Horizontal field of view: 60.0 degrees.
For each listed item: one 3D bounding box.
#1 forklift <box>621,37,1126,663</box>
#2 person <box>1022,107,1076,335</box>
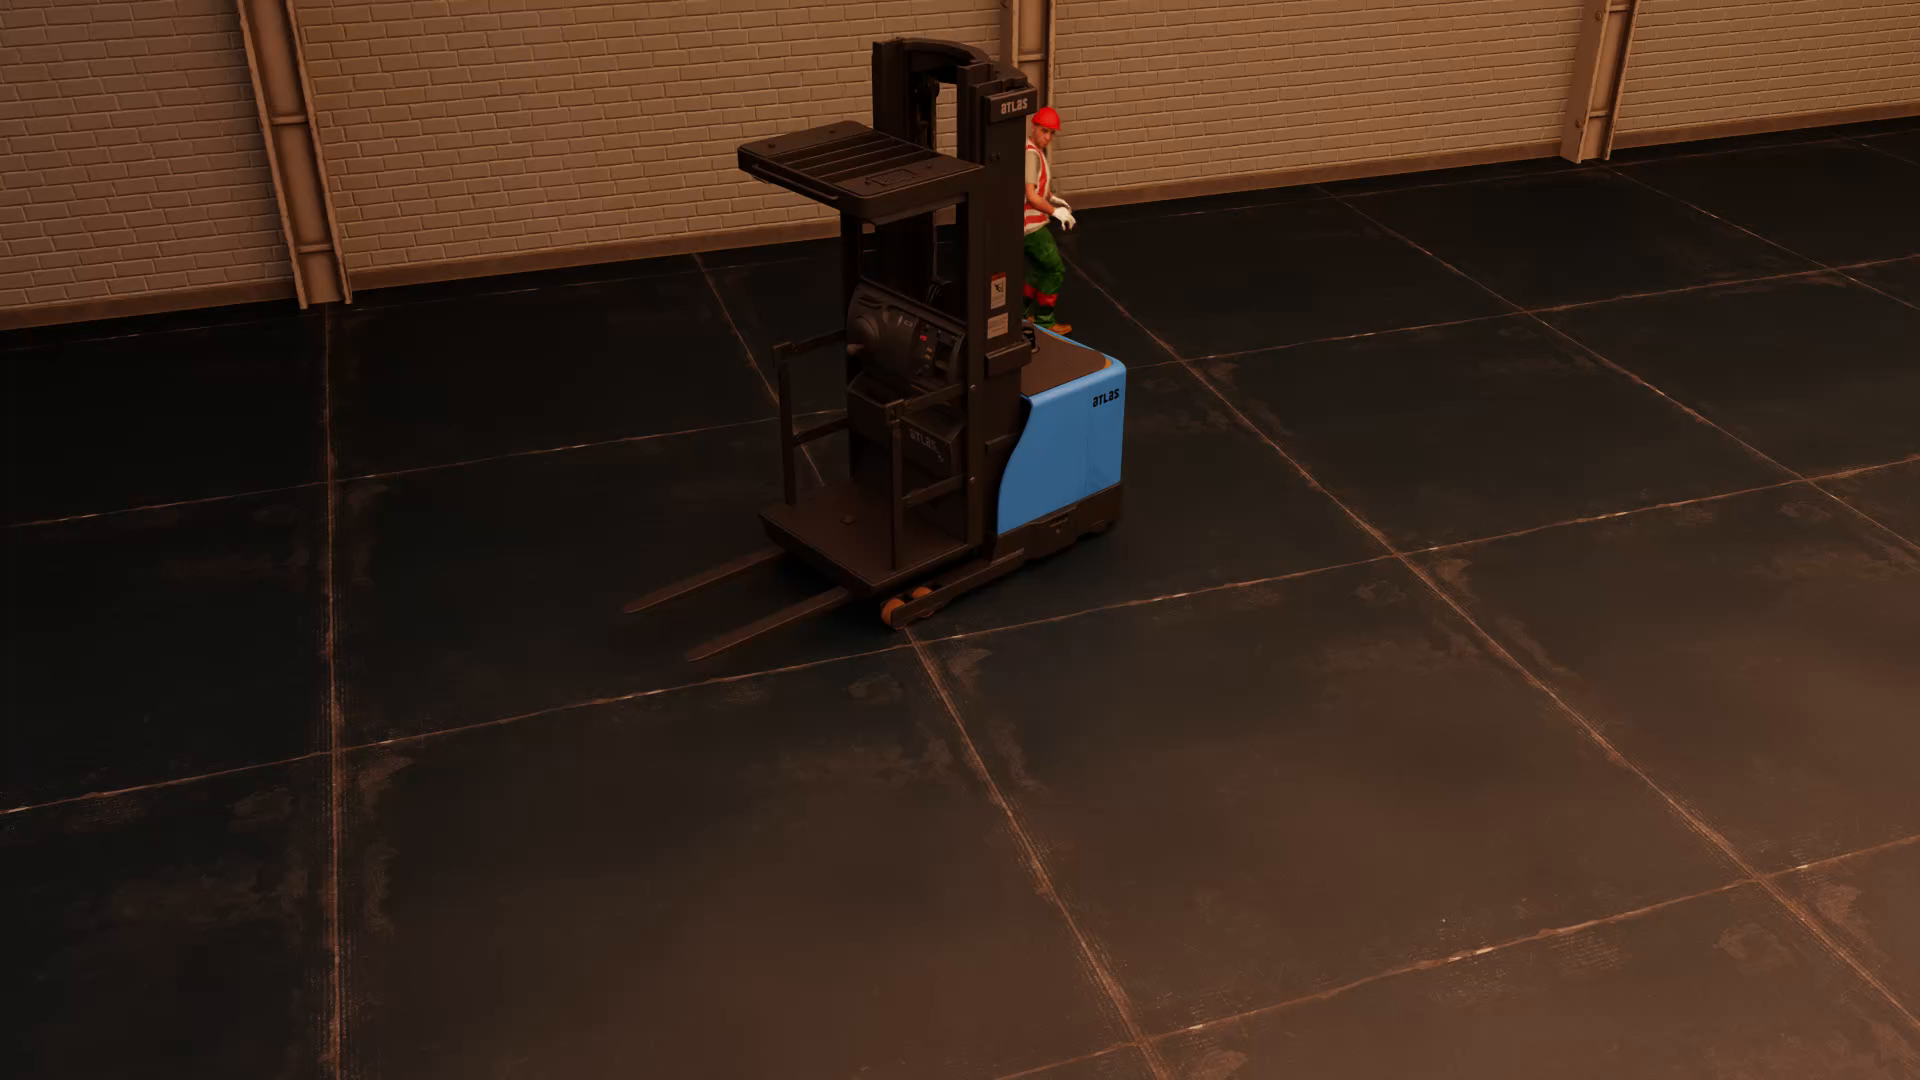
[{"bbox_3d":[-0.461,-1.072,8.951,3.031,2.935,1.130,-23,37,-34],"label":"forklift"},{"bbox_3d":[0.604,-2.372,12.448,0.549,1.727,0.771,-2,30,-4],"label":"person"}]
